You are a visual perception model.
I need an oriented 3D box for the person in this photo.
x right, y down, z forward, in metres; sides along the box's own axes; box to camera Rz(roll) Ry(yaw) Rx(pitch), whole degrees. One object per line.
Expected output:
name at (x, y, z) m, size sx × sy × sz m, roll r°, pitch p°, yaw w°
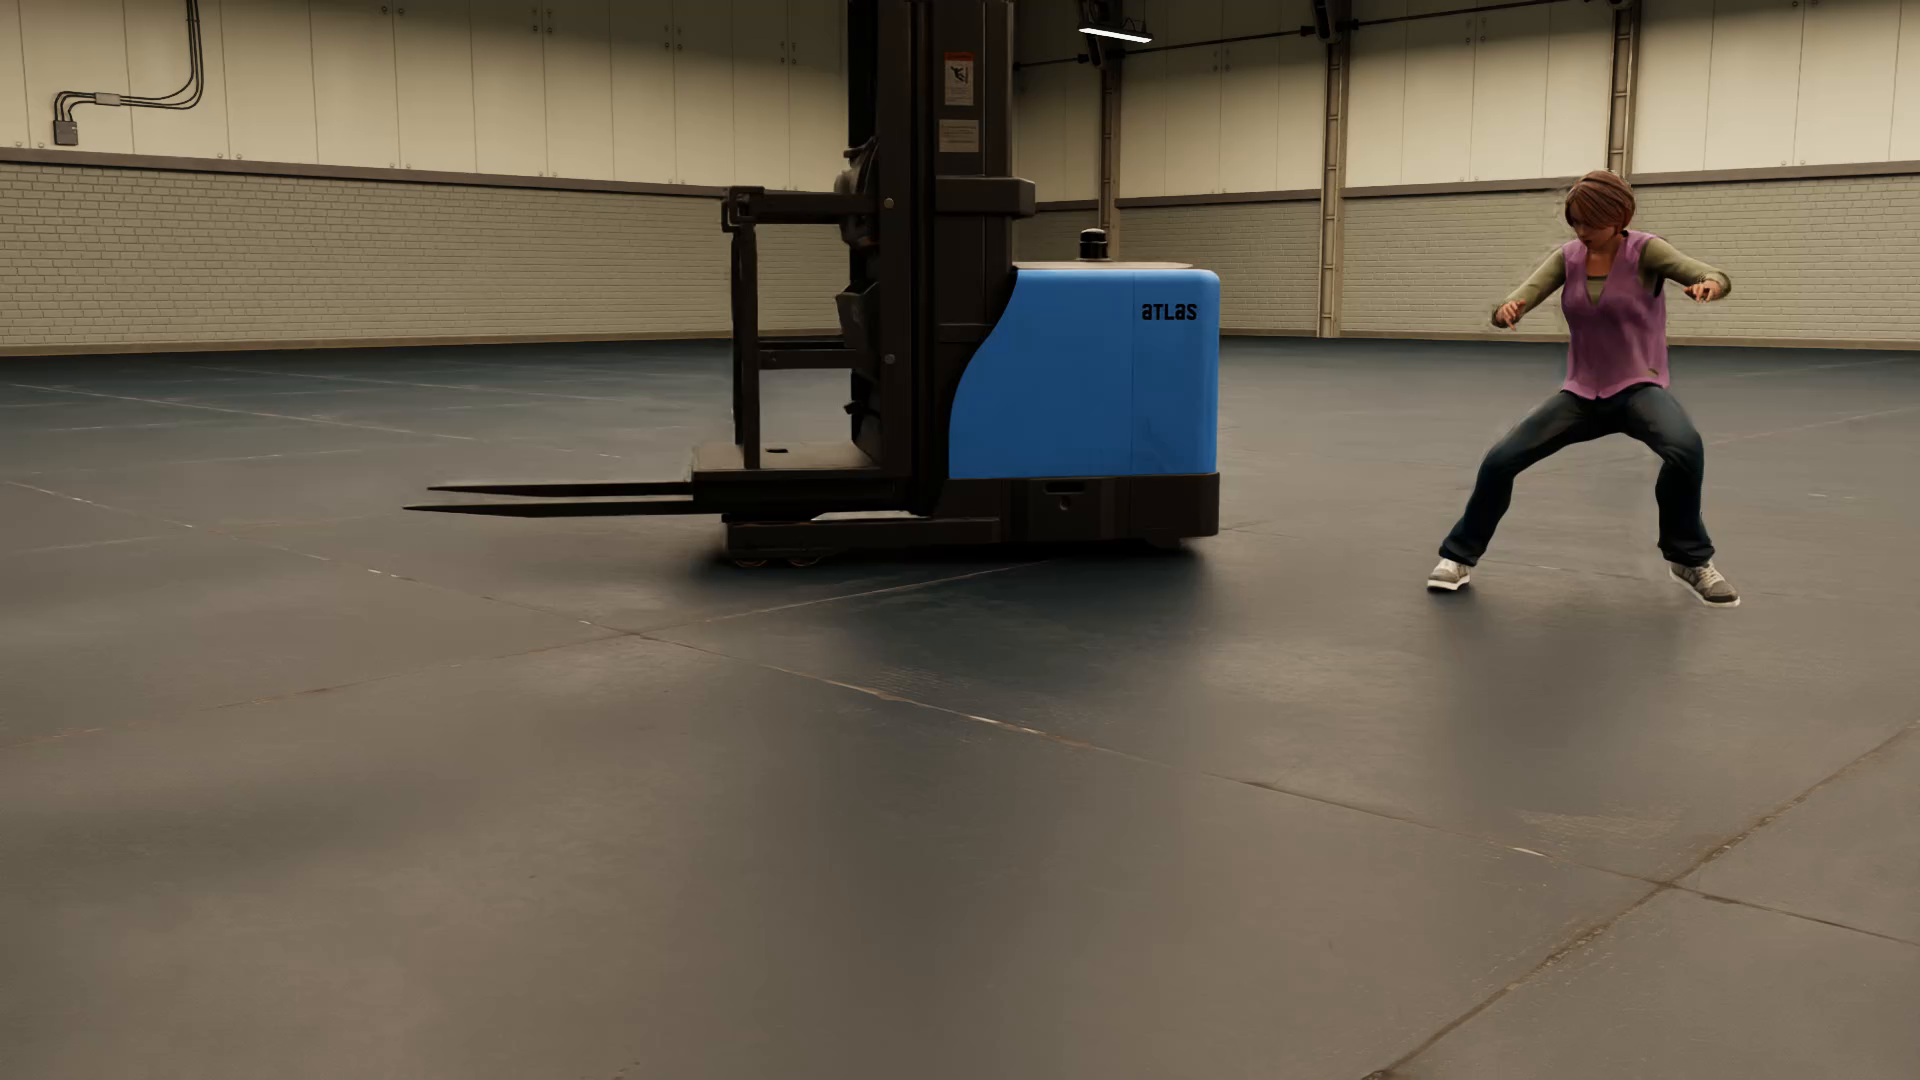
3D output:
person at (2.014, -0.478, 5.315) m, size 0.658 × 1.359 × 0.955 m, roll -8°, pitch 12°, yaw -44°

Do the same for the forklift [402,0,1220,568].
forklift at (-0.573, -1.431, 6.376) m, size 3.031 × 2.935 × 1.130 m, roll -1°, pitch 9°, yaw -9°
